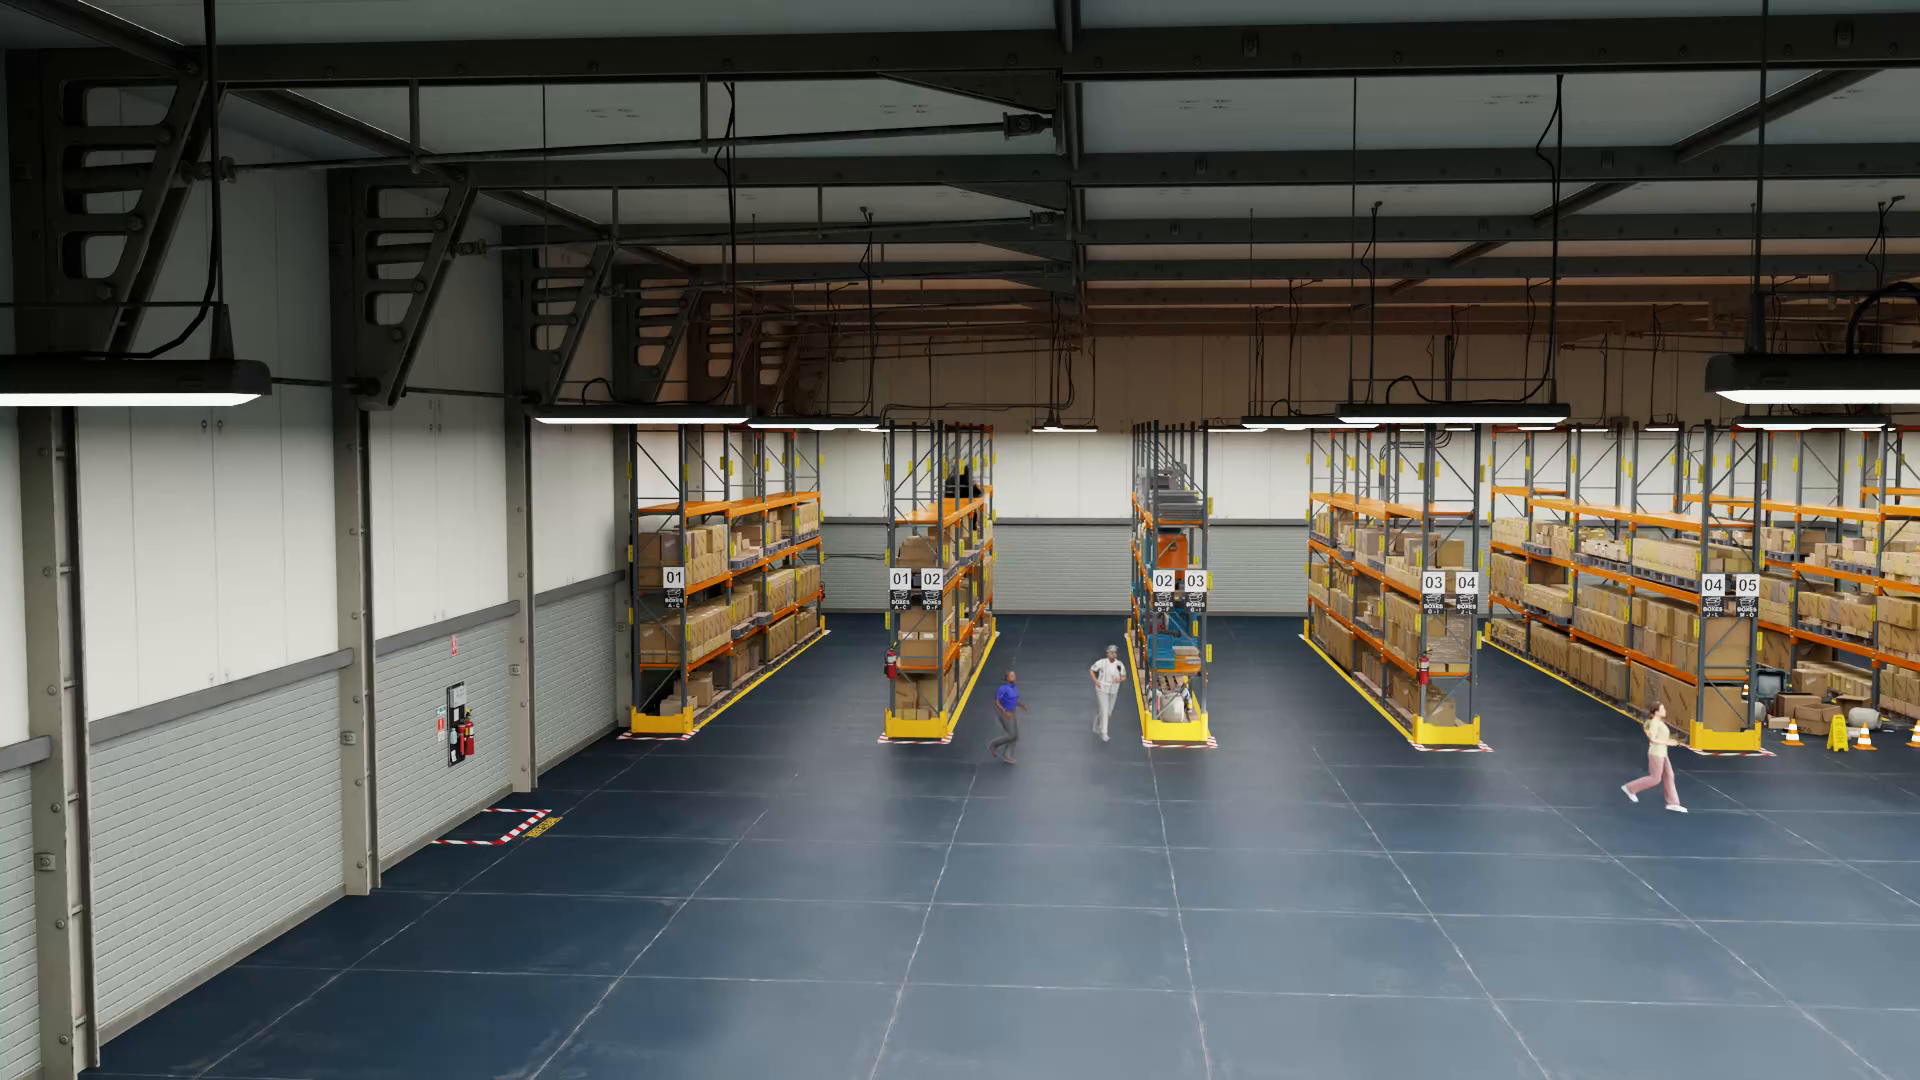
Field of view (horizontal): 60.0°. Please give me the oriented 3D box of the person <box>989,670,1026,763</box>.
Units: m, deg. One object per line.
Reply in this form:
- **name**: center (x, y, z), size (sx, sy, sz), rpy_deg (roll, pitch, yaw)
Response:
- **person**: center (0.848, 3.081, 29.129), size (0.597, 1.629, 0.572), rpy_deg (2, 4, 33)

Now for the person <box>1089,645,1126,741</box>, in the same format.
- **person**: center (2.818, 2.875, 31.532), size (0.694, 1.776, 0.888), rpy_deg (-1, 4, -15)

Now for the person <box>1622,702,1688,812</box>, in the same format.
- **person**: center (10.579, 3.282, 25.274), size (0.935, 1.663, 0.578), rpy_deg (2, 4, 29)

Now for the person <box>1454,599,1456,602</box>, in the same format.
- **person**: center (13.305, 2.108, 43.986), size (0.578, 1.717, 0.820), rpy_deg (1, 4, 10)
